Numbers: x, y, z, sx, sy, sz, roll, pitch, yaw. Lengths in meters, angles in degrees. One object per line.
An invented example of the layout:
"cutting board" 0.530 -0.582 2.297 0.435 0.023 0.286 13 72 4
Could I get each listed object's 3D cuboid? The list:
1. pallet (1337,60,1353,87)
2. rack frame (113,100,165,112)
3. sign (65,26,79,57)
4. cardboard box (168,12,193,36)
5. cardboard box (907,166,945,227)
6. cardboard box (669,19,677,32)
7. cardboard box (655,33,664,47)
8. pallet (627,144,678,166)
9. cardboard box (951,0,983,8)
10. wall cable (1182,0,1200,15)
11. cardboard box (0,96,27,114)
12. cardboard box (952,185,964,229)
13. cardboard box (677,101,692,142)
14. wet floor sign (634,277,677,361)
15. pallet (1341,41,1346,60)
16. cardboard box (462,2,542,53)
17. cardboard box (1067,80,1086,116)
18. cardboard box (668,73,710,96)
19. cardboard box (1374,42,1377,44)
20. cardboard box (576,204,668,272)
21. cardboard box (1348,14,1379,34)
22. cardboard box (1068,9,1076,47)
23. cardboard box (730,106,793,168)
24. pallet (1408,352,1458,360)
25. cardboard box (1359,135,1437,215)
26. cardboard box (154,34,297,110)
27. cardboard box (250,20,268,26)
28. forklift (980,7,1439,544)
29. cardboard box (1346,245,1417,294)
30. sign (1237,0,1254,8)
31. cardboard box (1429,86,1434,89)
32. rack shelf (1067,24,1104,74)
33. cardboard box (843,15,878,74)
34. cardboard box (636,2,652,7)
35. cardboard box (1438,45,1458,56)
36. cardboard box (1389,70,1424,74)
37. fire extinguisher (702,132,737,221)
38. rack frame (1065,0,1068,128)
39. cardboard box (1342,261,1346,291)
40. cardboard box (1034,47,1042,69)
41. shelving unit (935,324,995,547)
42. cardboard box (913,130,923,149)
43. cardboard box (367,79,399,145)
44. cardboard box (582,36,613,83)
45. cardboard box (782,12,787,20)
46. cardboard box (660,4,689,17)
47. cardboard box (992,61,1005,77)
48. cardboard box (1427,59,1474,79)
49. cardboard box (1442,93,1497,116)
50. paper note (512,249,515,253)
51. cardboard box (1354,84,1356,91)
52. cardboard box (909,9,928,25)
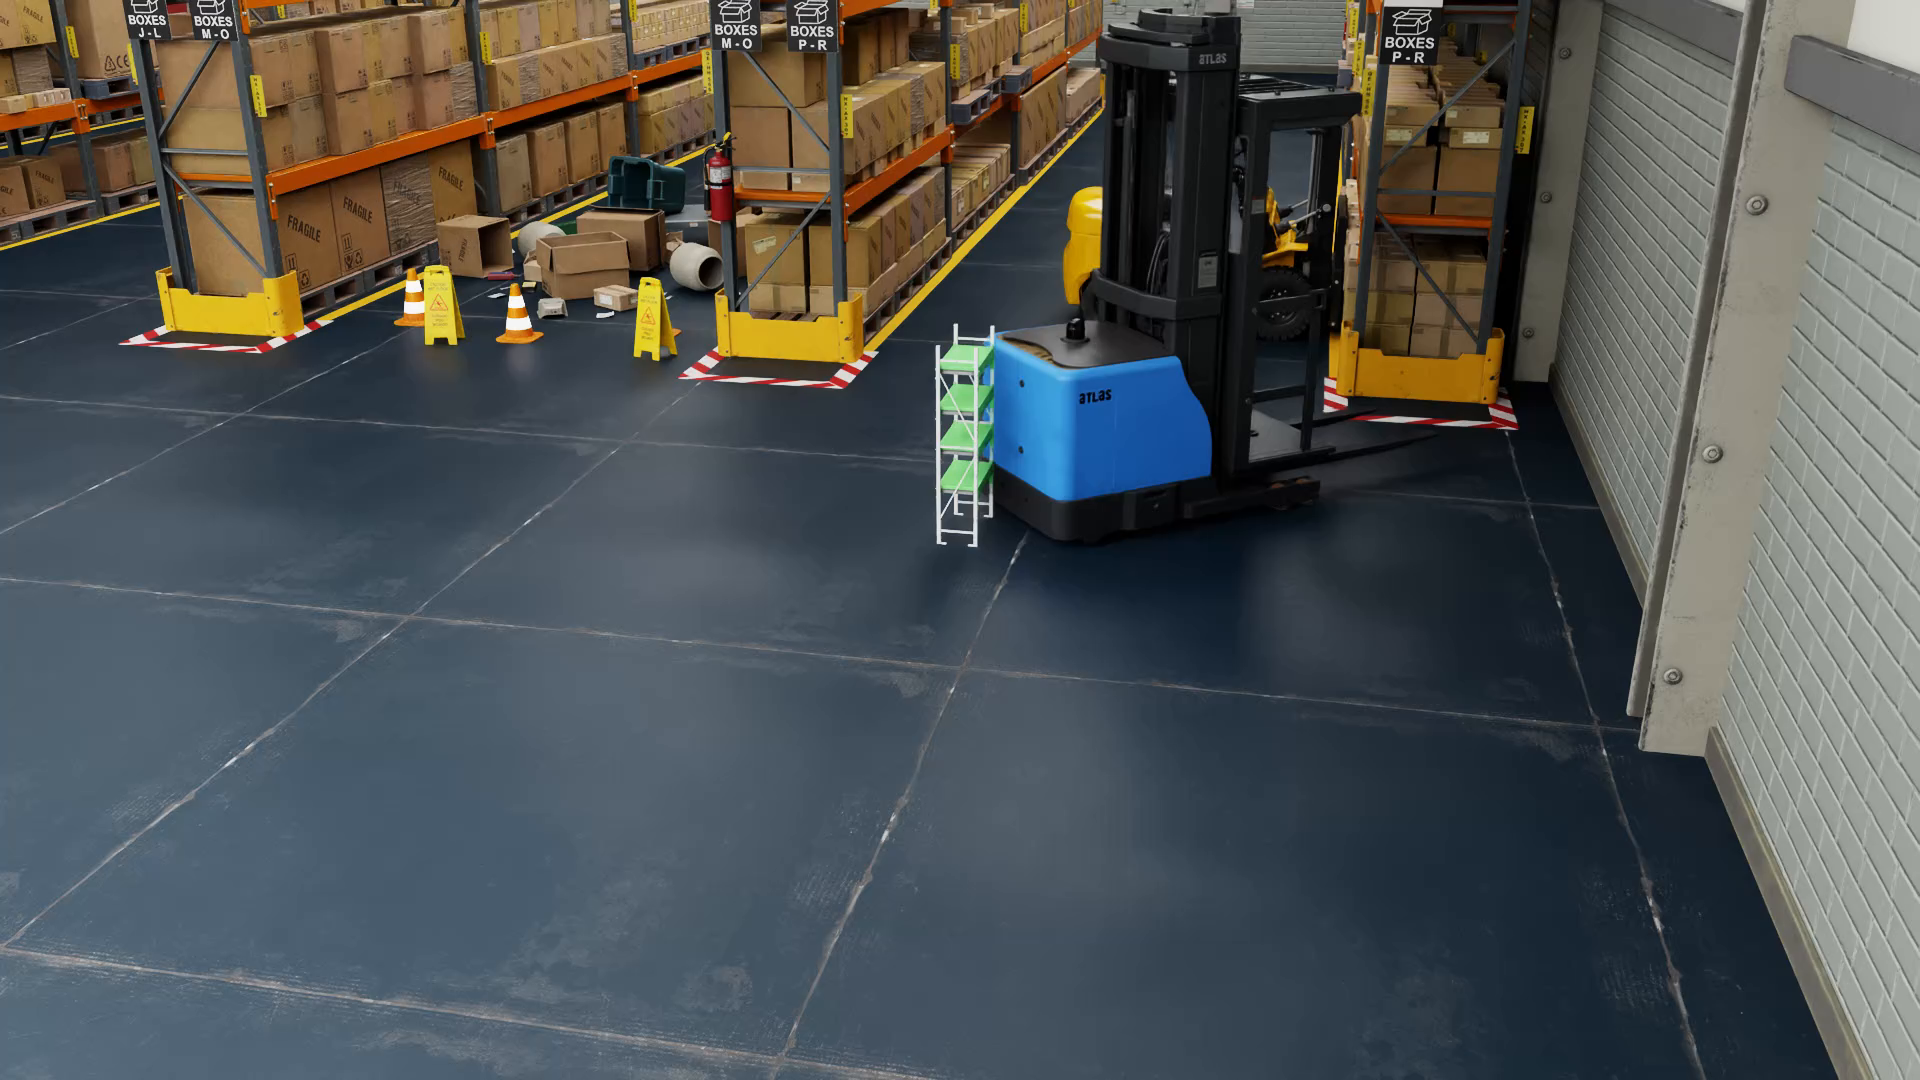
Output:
"pallet" 5.160 -5.602 20.005 1.213 0.211 1.003 4 22 11
"rack frame" -13.504 -8.411 26.722 1.000 3.000 0.127 4 22 11
"sign" -9.754 -5.470 18.262 0.100 0.325 0.005 4 22 11
"cardboard box" -9.558 -6.399 21.031 0.700 0.500 0.500 8 23 19
"cardboard box" -0.444 -3.382 16.351 0.500 0.500 0.500 4 22 10
"cardboard box" -4.079 -7.004 22.605 0.380 0.149 0.250 4 22 10
"cardboard box" -4.184 -6.677 22.192 0.380 0.149 0.250 5 23 13
"pallet" -4.475 -5.147 22.352 1.003 0.211 1.213 4 22 11
"cardboard box" 0.080 -6.534 20.590 0.500 0.500 0.500 4 22 9
"wall cable" 4.381 -11.172 32.218 0.588 1.984 0.122 4 22 11
"cardboard box" -10.155 -4.612 17.627 0.380 0.149 0.250 4 22 11
"cardboard box" -0.481 -3.520 17.533 0.950 0.372 0.625 5 22 12
"cardboard box" -4.043 -5.802 23.028 0.500 0.500 0.500 4 22 10
"wet floor sign" -2.488 -1.809 13.481 0.267 0.644 0.232 13 25 29
"pallet" 5.637 -6.528 22.303 1.003 0.211 1.213 4 22 11
"cardboard box" -5.150 -5.757 18.662 0.700 0.500 0.500 5 22 11
"cardboard box" 1.462 -6.833 25.672 0.875 0.438 0.875 4 22 9
"cardboard box" -3.842 -6.523 23.814 0.500 0.250 0.500 6 23 13
"cardboard box" 4.594 -5.306 18.012 0.380 0.149 0.250 5 22 11
"cardboard box" -3.339 -2.972 16.378 0.797 0.637 0.503 4 22 11
"cardboard box" 5.243 -6.291 20.760 0.797 0.503 0.637 4 22 10
"cardboard box" 1.399 -7.476 24.266 0.500 0.500 0.500 5 23 13
"cardboard box" -1.561 -3.293 13.482 0.500 0.500 0.500 4 22 10
"pallet" 3.573 -1.501 13.299 1.003 0.211 1.213 4 22 11
"cardboard box" 3.301 -2.758 12.553 0.500 0.500 0.500 4 22 10
"cardboard box" -6.155 -3.933 13.957 0.875 0.550 0.550 4 22 11
"cardboard box" -9.613 -6.816 22.628 0.500 0.500 0.500 5 23 13
"forklift" 1.673 -1.707 10.168 3.031 2.935 1.130 -11 24 -25
"cardboard box" 3.247 -2.087 12.801 0.500 0.250 0.500 5 23 13
"sign" 5.543 -10.585 32.248 0.329 0.494 0.001 4 22 11
"cardboard box" 4.224 -3.813 14.304 0.380 0.149 0.250 5 23 13
"rack shelf" 1.455 -7.675 25.859 1.077 0.370 4.000 4 22 11
"cardboard box" -1.142 -4.489 15.114 0.700 0.500 0.500 4 22 10
"cardboard box" -4.561 -7.482 23.395 0.380 0.149 0.250 4 22 10
"cardboard box" 5.085 -5.174 17.683 0.380 0.149 0.250 4 22 10
"cardboard box" 3.734 -3.889 14.094 0.380 0.149 0.250 4 22 11
"fire extinguisher" -1.876 -2.846 13.009 0.296 0.674 0.183 4 22 11
"rack frame" 1.047 -7.278 23.909 1.000 3.000 0.127 4 22 11
"cardboard box" 3.449 -2.238 13.845 0.500 0.250 0.500 4 22 10
"cardboard box" 0.777 -6.286 21.646 0.500 0.250 0.500 5 23 13
"shelving unit" 0.034 -0.617 9.780 0.258 1.200 0.503 4 22 11
"cardboard box" -0.557 -3.723 15.418 0.380 0.149 0.250 4 22 10
"cardboard box" -5.841 -4.033 15.652 0.875 0.550 0.500 4 22 11
"cardboard box" -4.568 -5.834 20.190 0.500 0.500 0.500 4 22 11
"cardboard box" -3.048 -8.707 26.926 0.500 0.500 0.500 5 22 11
"cardboard box" -3.977 -7.334 23.026 0.380 0.149 0.250 3 22 9
"cardboard box" 0.301 -5.363 18.928 0.380 0.149 0.250 5 22 12
"cardboard box" 4.413 -4.232 14.945 0.380 0.149 0.250 4 22 9
"cardboard box" 3.862 -3.294 12.618 0.380 0.149 0.250 5 22 12
"paper note" -4.703 -3.000 17.262 0.147 0.020 0.142 -11 25 -26
"cardboard box" 4.555 -4.852 18.087 0.500 0.250 0.500 4 22 9
"cardboard box" -0.552 -5.573 17.714 0.380 0.149 0.250 4 22 9
